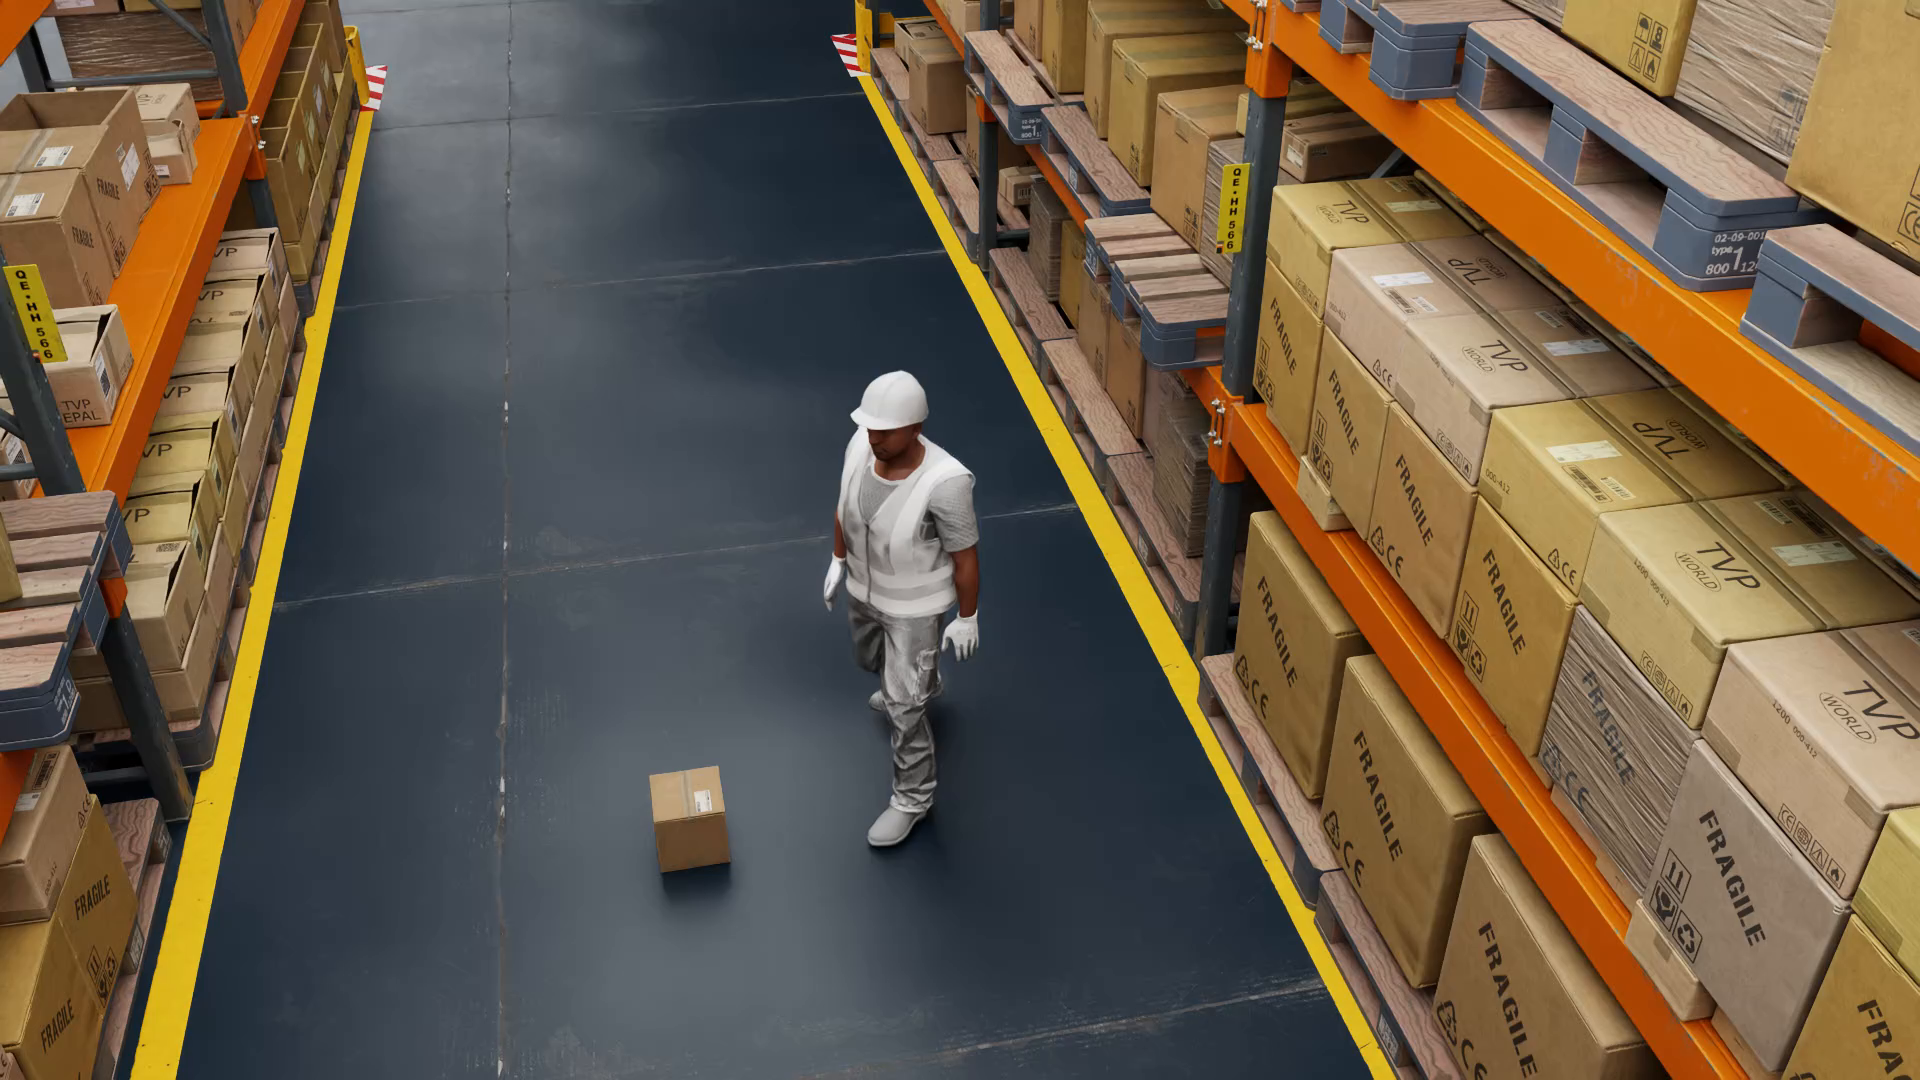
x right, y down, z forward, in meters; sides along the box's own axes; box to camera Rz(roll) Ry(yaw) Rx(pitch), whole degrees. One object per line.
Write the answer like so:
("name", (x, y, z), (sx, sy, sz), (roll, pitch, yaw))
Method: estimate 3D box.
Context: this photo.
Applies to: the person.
("person", (-0.209, 0.165, 5.885), (0.671, 1.766, 0.778), (27, 43, 34))
